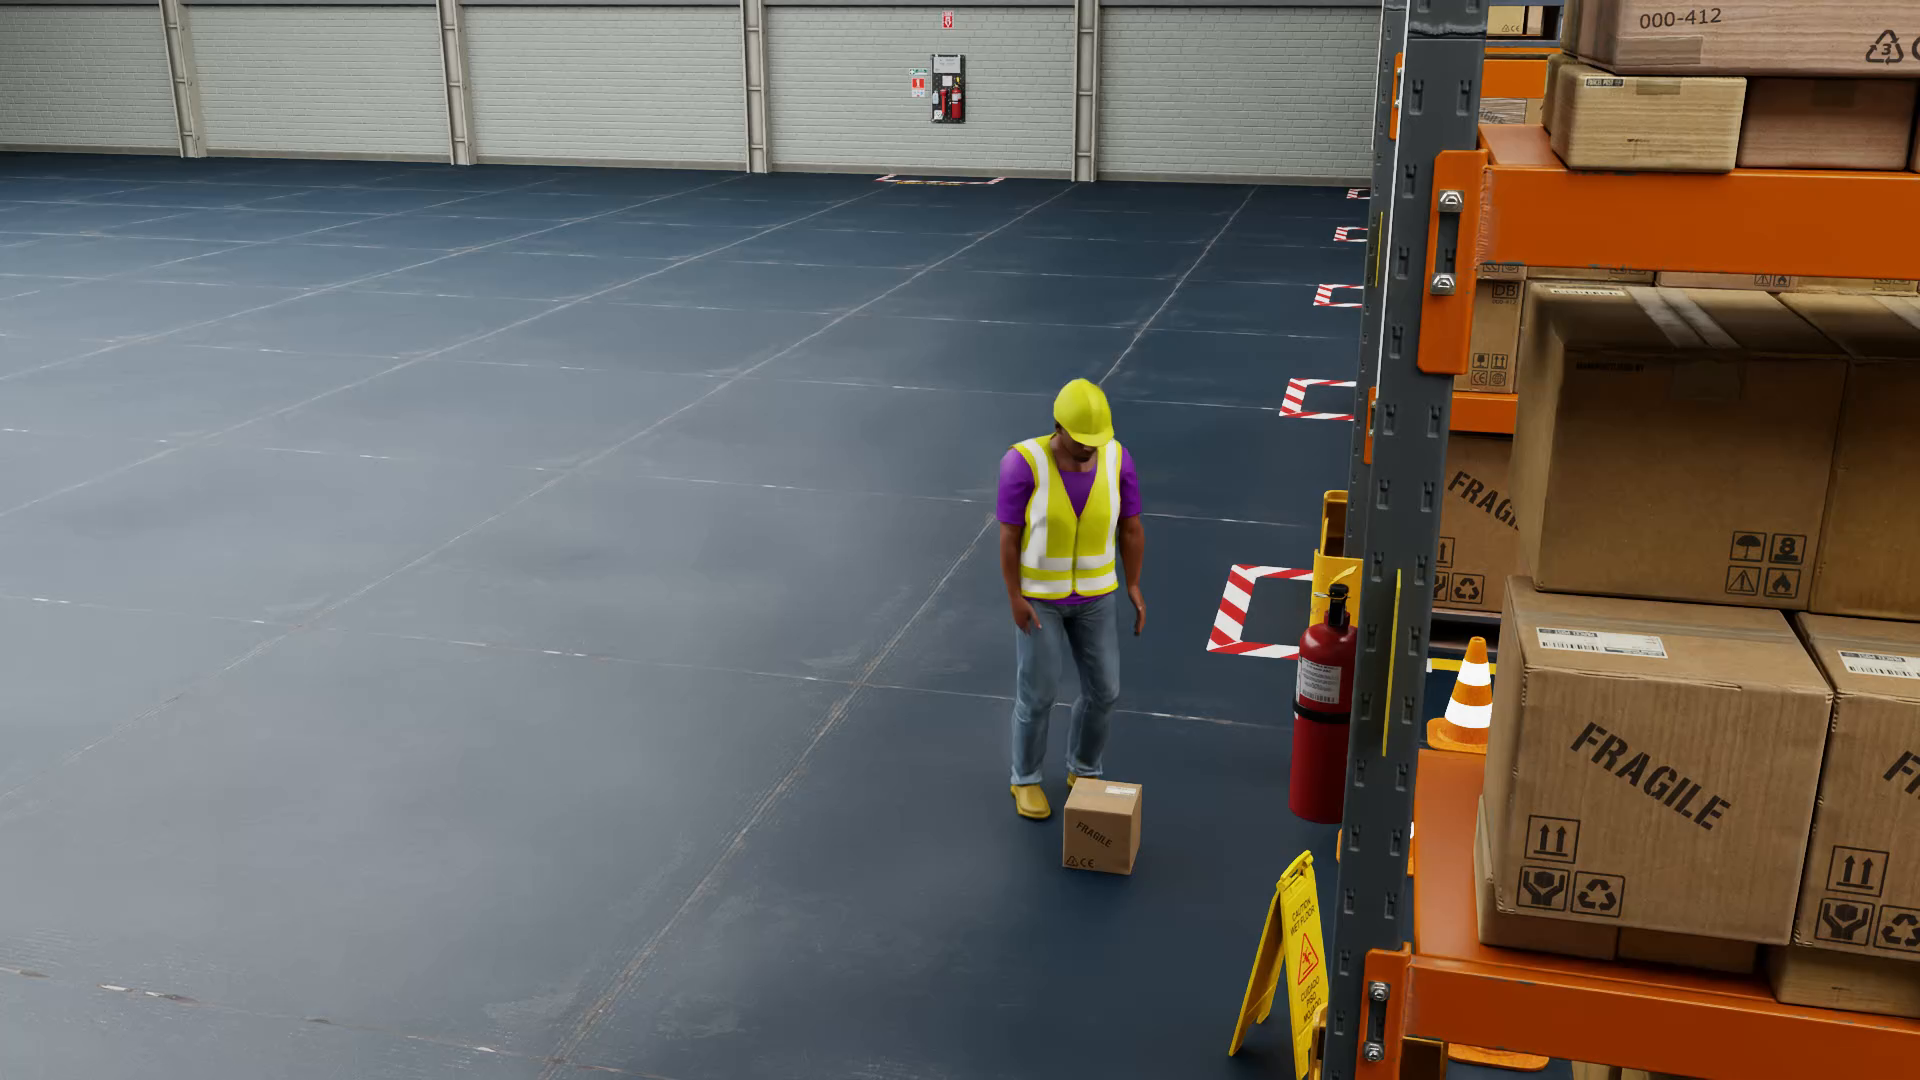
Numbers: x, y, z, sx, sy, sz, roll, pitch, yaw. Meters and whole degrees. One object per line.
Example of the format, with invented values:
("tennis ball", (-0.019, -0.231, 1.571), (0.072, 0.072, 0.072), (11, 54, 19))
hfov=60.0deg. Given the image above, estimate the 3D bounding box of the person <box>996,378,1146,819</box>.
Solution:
("person", (0.431, 0.219, 6.408), (0.584, 1.733, 0.422), (-5, 19, -14))
